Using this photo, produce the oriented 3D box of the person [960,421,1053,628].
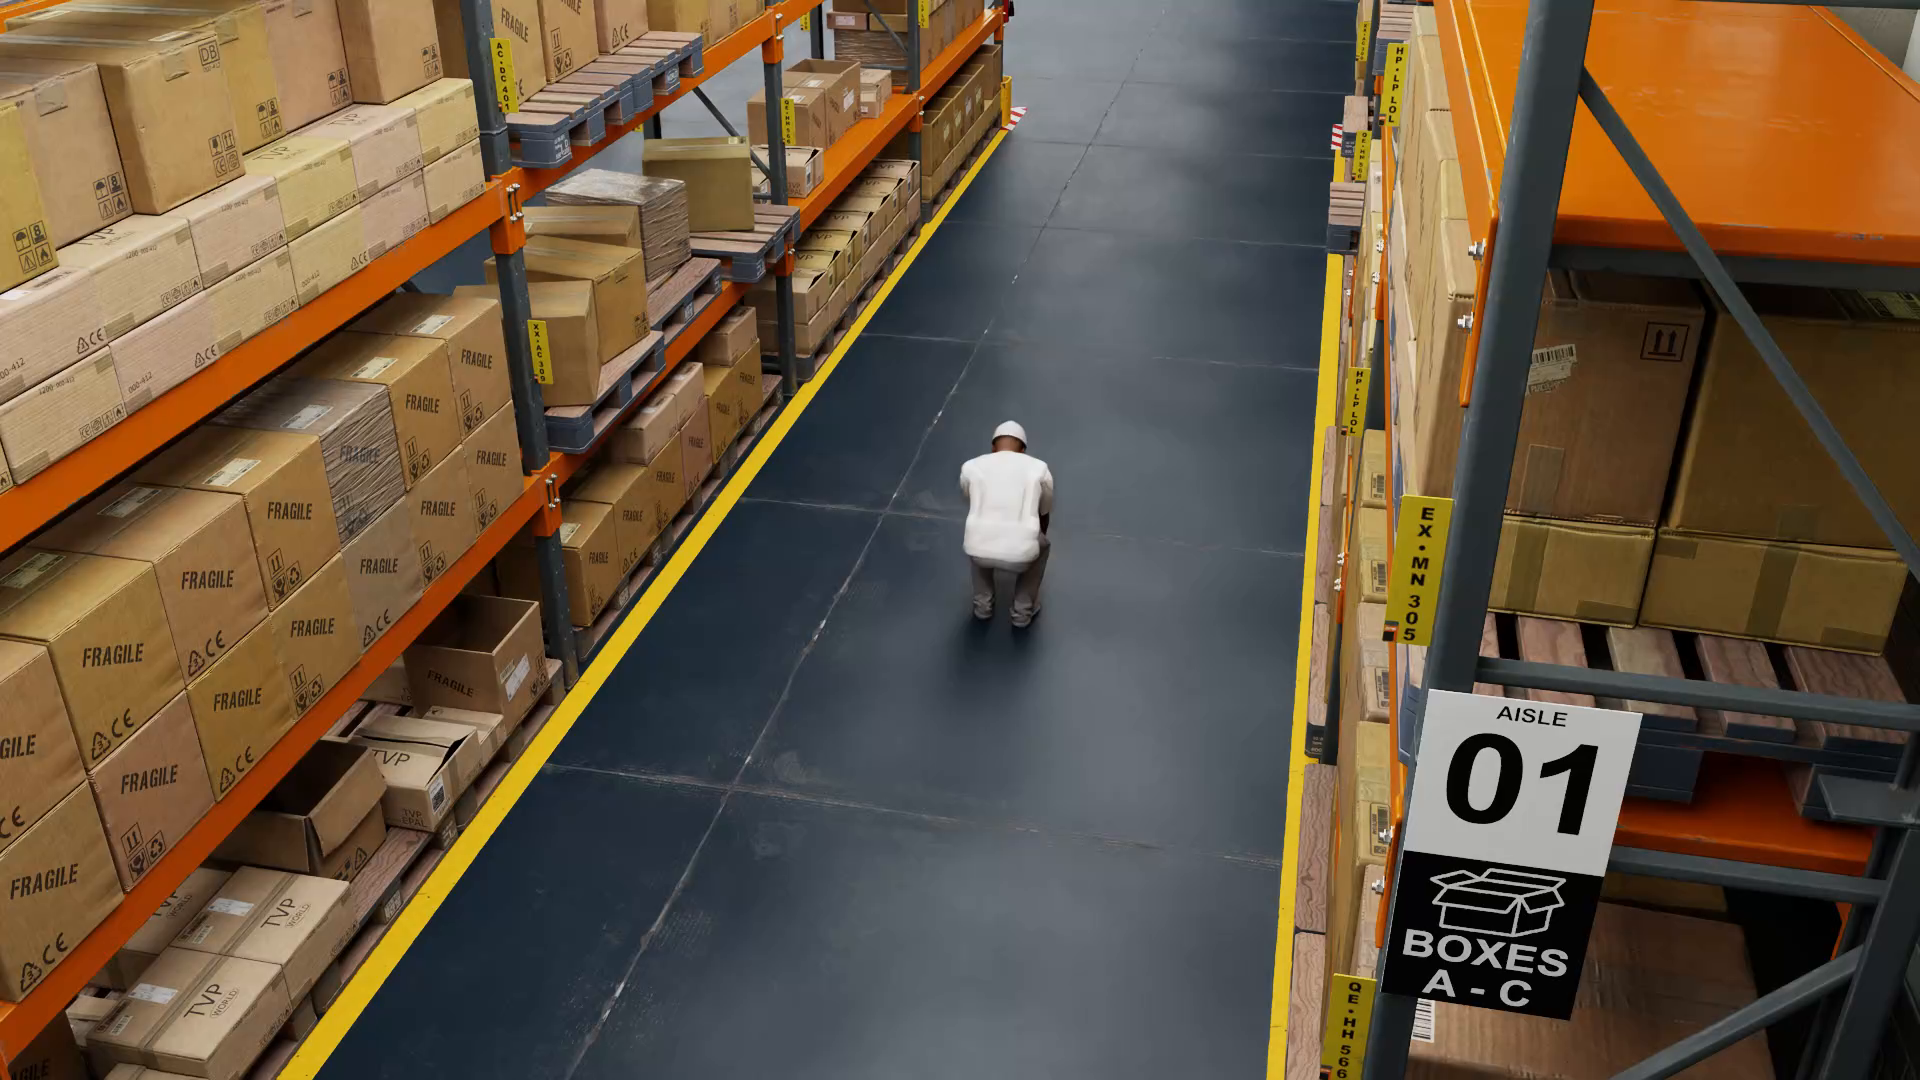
[{"bbox_3d":[0.247,-0.080,9.541,0.537,1.010,0.909,5,29,9],"label":"person"}]
